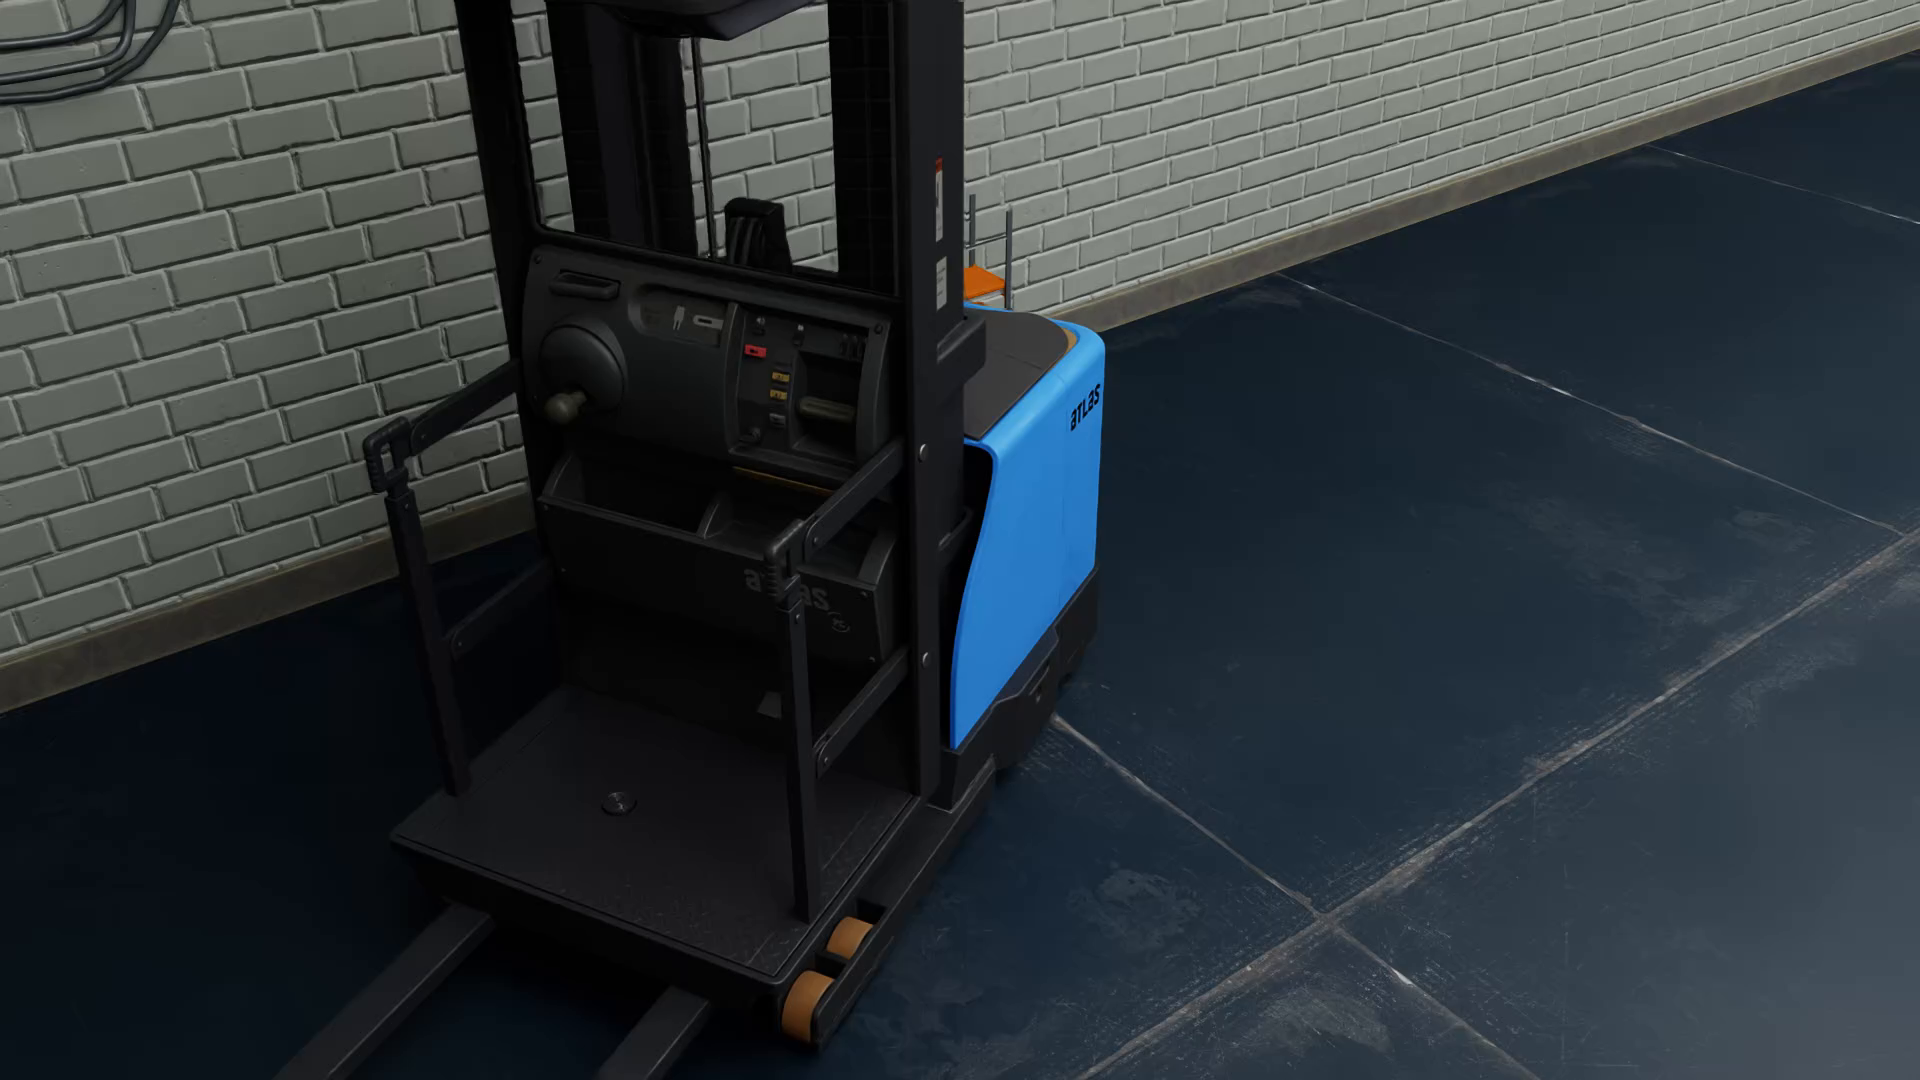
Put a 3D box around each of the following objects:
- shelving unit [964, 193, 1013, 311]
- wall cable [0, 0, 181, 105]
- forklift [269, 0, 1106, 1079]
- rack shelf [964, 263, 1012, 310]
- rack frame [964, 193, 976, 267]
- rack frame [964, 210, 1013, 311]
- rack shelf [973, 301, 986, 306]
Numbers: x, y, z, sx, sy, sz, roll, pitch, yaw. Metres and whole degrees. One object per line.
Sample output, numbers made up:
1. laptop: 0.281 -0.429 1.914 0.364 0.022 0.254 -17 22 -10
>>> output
1. shelving unit: 0.009 -0.504 5.424 0.258 1.200 0.189 -22 38 -31
2. wall cable: -3.232 -1.818 3.092 3.097 2.526 0.112 -22 38 -31
3. forklift: -0.669 -0.340 3.519 1.130 2.935 3.031 14 35 22
4. rack shelf: 0.009 -0.772 5.257 0.258 0.103 0.180 -22 38 -31
5. rack frame: -0.047 -0.542 5.485 0.240 1.200 0.006 -22 38 -31
6. rack frame: 0.065 -0.466 5.362 0.240 1.200 0.006 -22 38 -31
7. rack shelf: 0.009 -0.670 5.321 0.258 0.103 0.180 -22 38 -31
